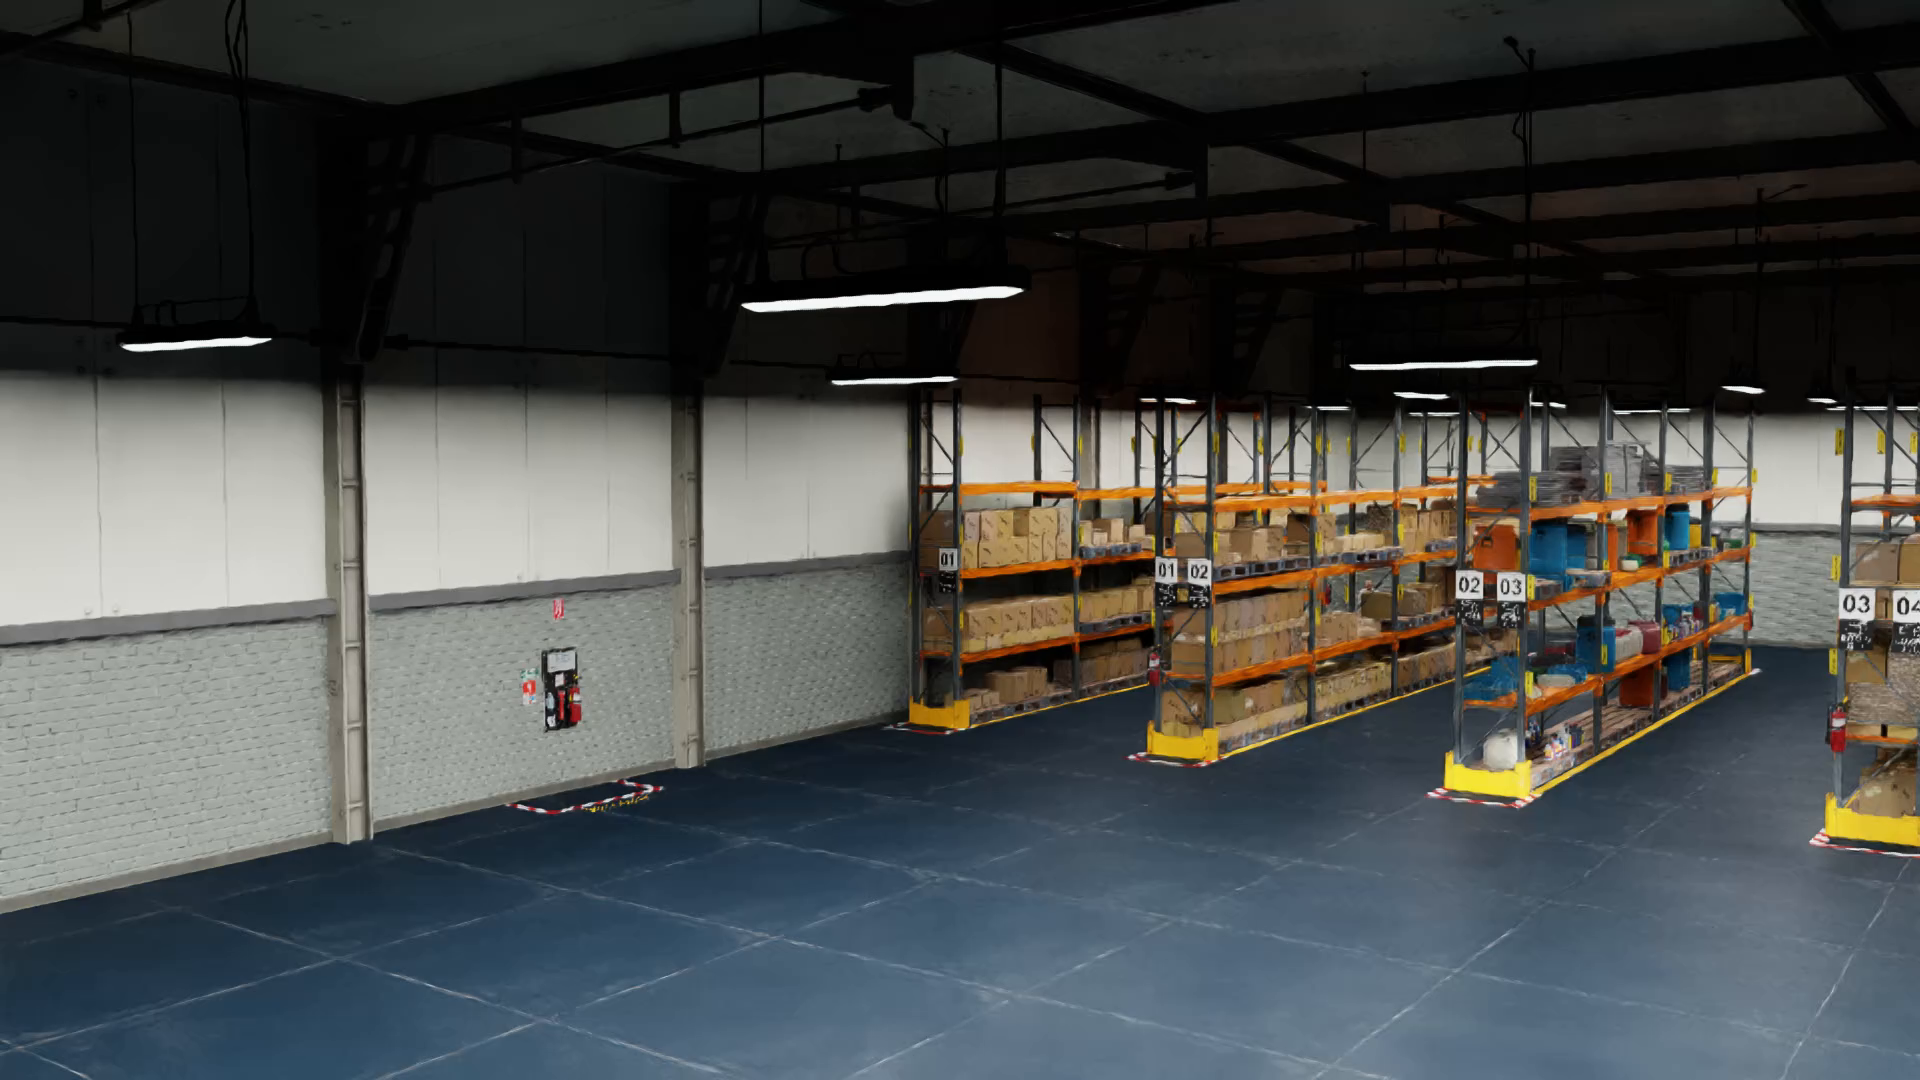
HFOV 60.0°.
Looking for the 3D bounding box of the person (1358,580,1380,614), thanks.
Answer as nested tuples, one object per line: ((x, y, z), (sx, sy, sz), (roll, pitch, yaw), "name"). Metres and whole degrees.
((10.064, 1.817, 40.832), (0.733, 1.709, 0.930), (2, 4, 32), "person")

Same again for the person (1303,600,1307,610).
((8.956, 1.660, 43.948), (0.478, 1.685, 0.473), (-2, 4, -27), "person")
